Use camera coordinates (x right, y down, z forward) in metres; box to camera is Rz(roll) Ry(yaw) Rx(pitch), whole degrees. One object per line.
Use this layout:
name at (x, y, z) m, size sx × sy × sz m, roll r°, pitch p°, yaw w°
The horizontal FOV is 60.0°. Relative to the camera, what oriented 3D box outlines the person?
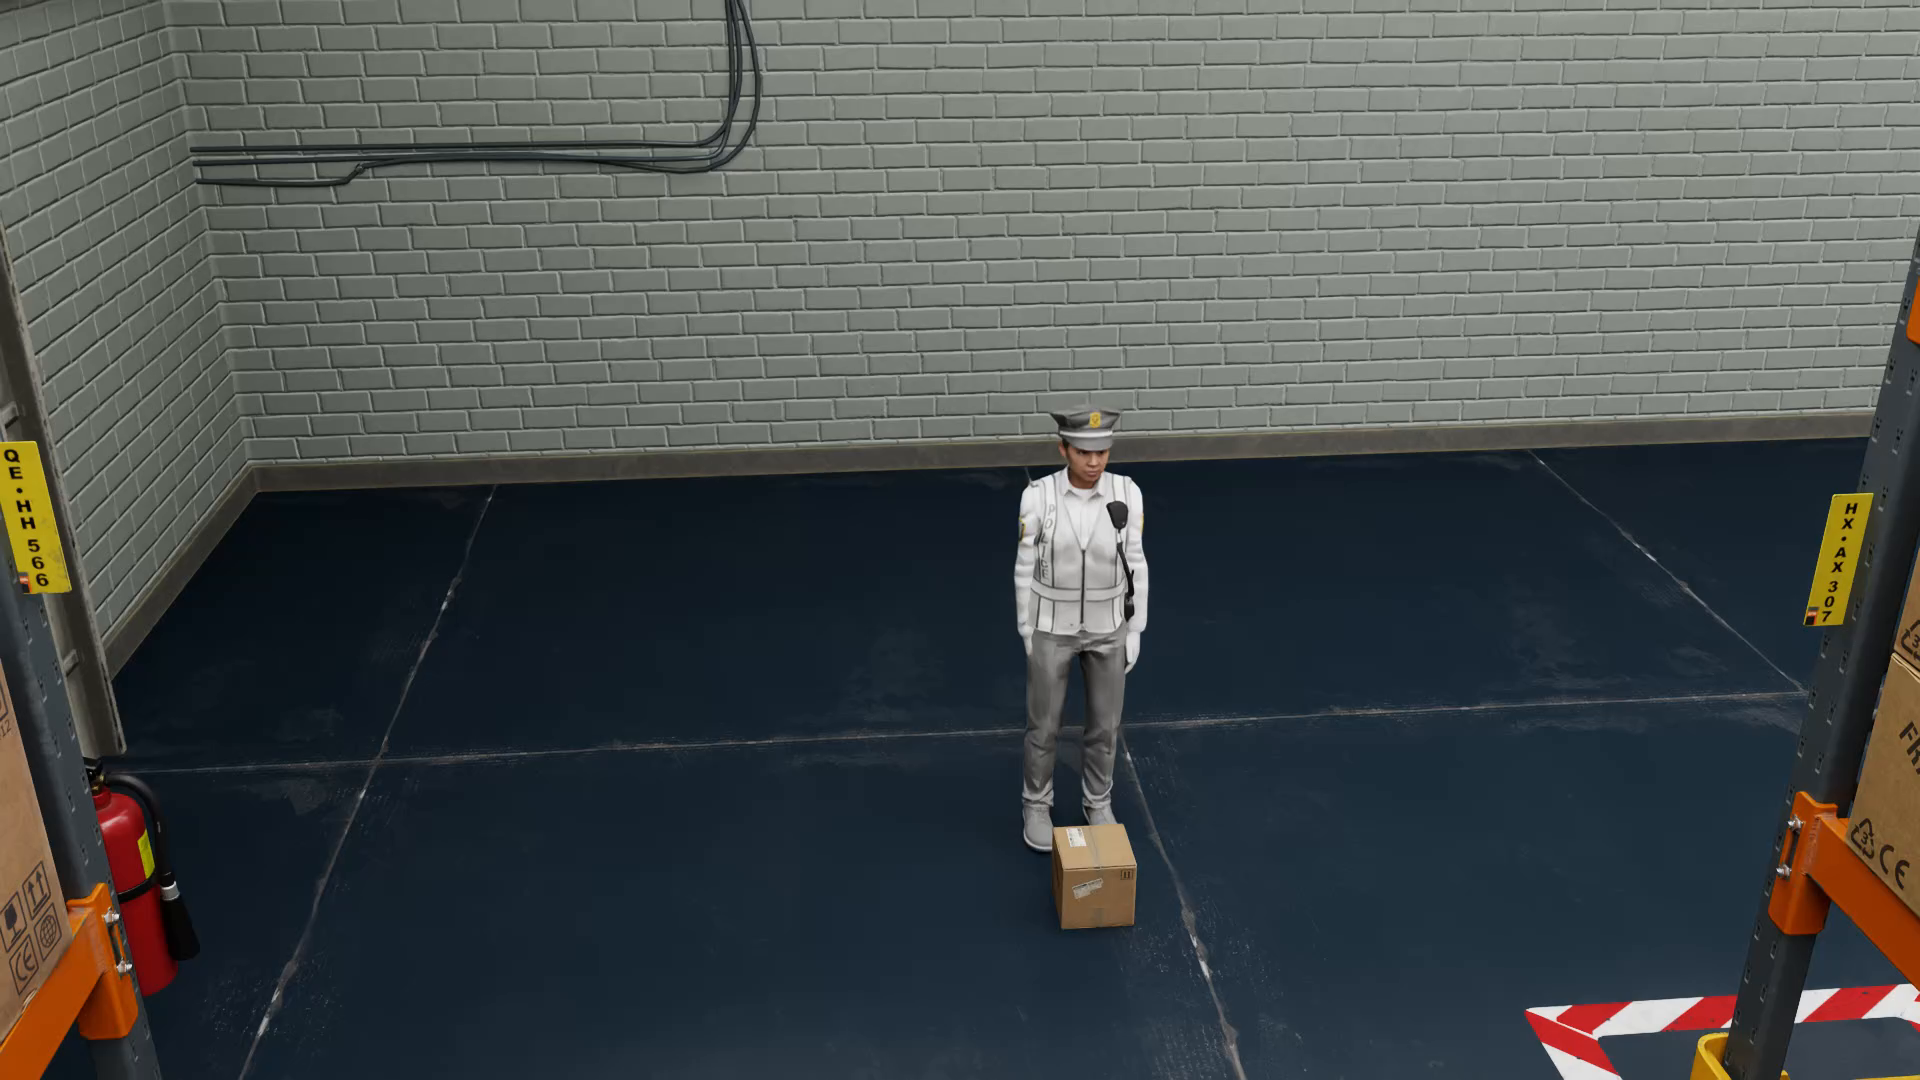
person at (0.426, 0.316, 5.867) m, size 0.469 × 1.681 × 0.345 m, roll -2°, pitch 24°, yaw -4°
